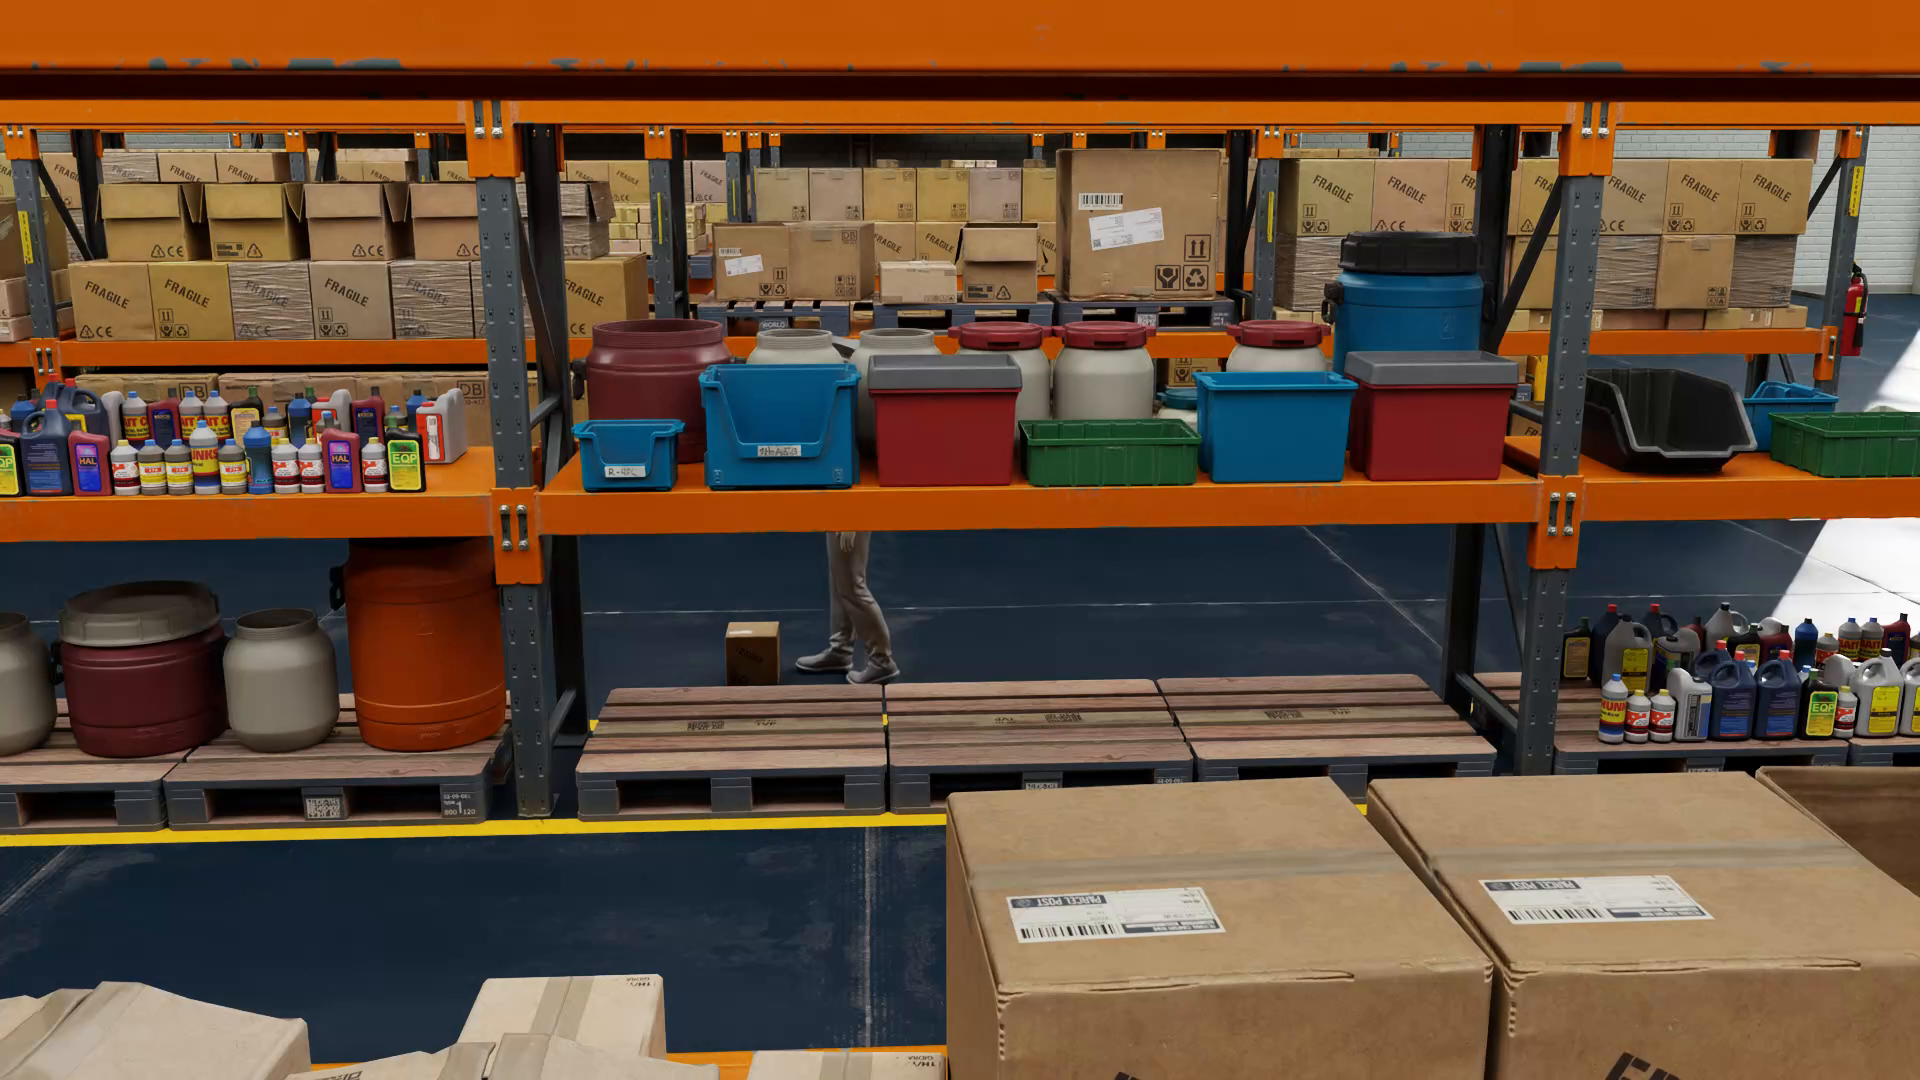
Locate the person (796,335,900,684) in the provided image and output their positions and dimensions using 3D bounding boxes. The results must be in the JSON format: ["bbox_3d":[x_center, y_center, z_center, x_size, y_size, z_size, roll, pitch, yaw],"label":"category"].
[{"bbox_3d":[-0.555,-0.142,8.044,0.539,1.698,0.501,1,14,3],"label":"person"}]
